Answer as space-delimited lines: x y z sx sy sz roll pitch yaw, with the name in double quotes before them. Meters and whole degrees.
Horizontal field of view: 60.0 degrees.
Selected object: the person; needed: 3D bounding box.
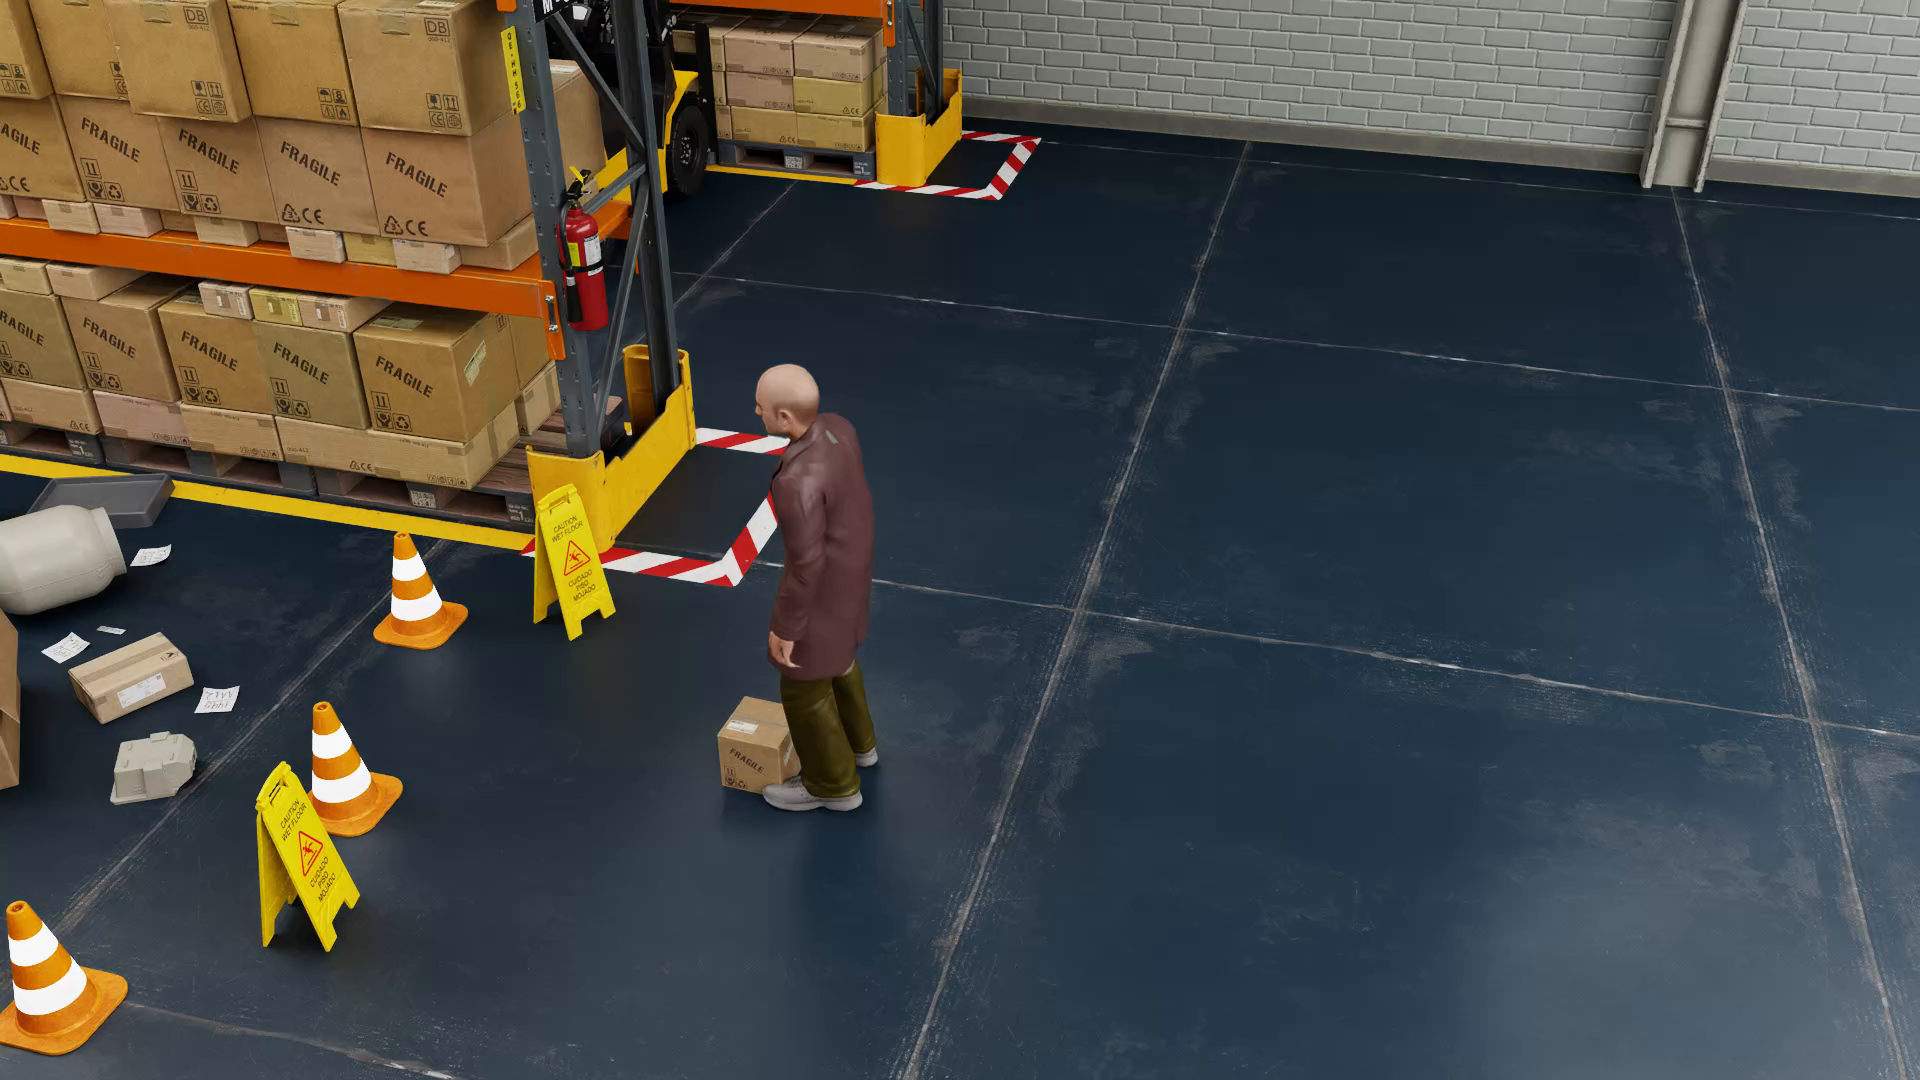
"person" -0.508 0.182 5.864 0.417 1.774 0.656 7 33 11
